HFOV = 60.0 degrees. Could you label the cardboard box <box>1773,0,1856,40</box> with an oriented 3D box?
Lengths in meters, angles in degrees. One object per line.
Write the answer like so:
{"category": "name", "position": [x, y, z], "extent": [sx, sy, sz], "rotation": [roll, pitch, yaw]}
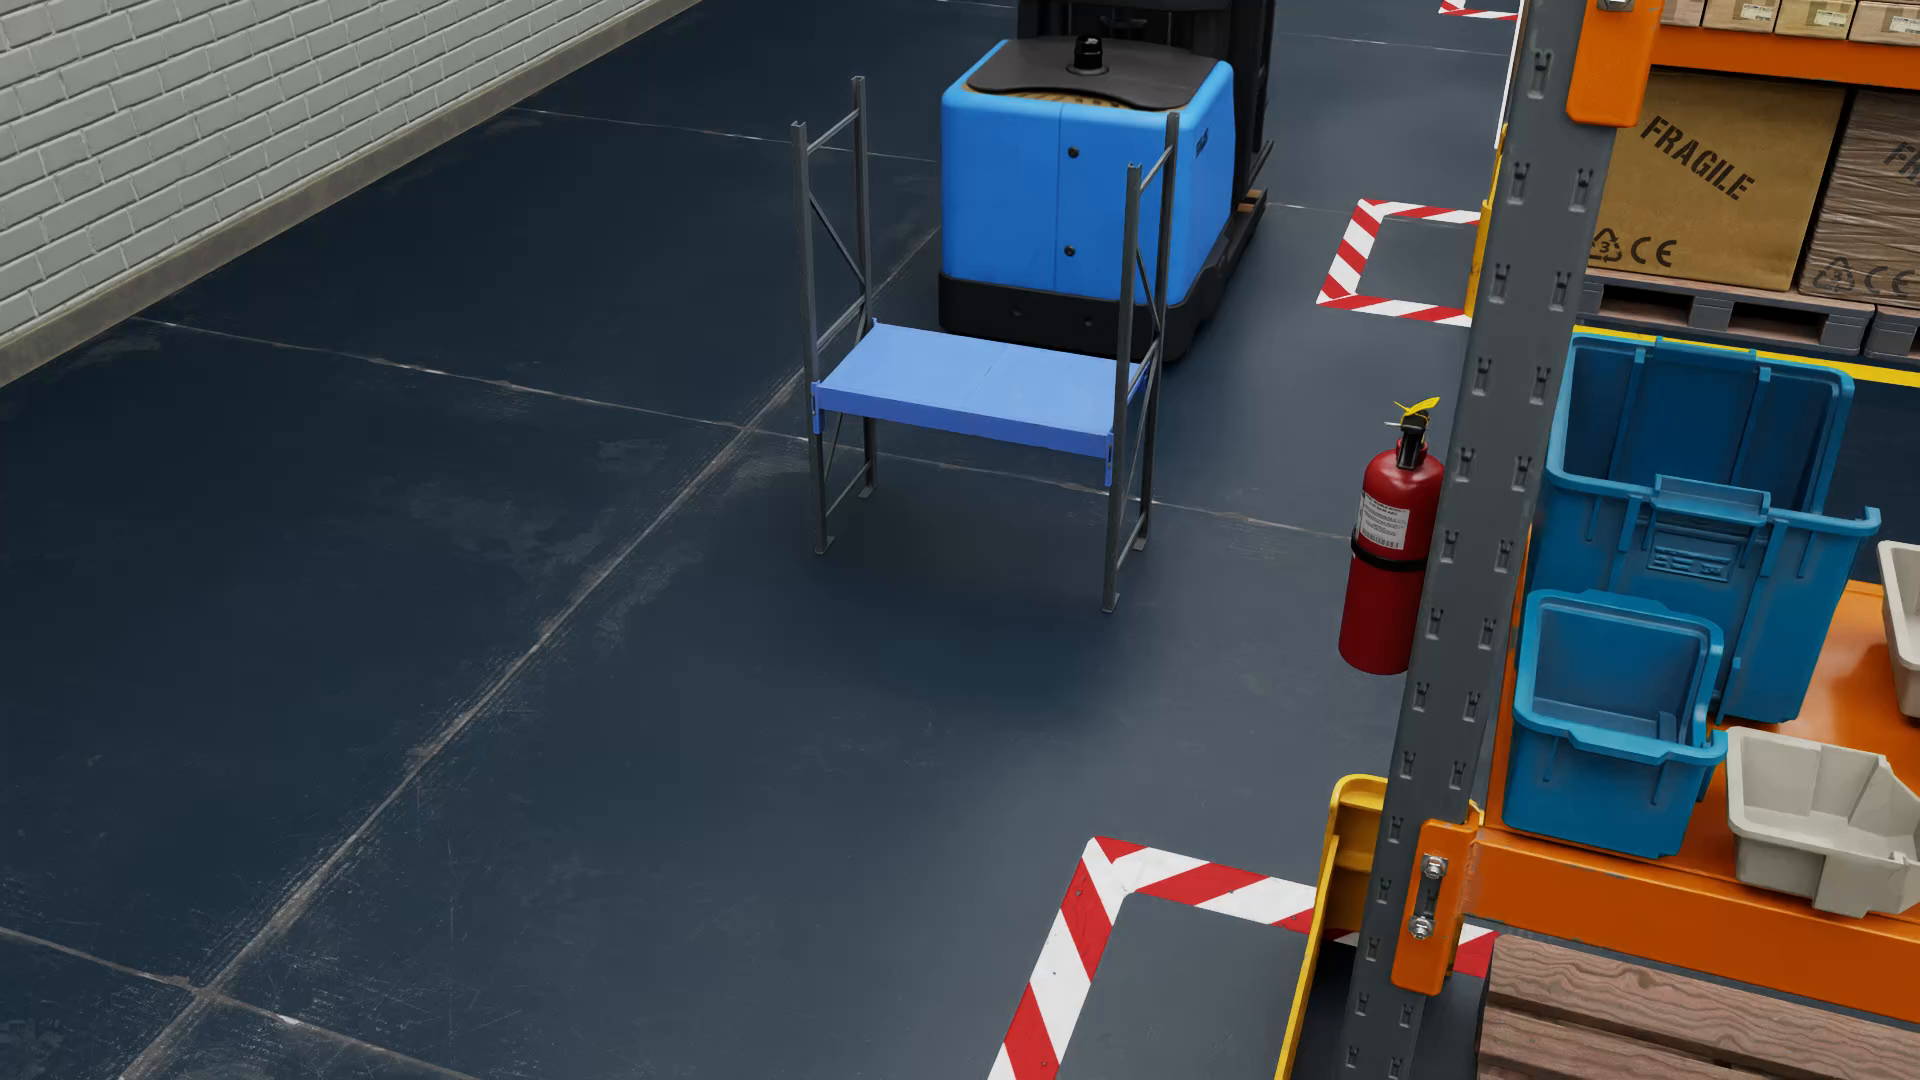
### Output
{"category": "cardboard box", "position": [3.278, -2.062, 6.409], "extent": [0.250, 0.149, 0.380], "rotation": [10, 34, 15]}

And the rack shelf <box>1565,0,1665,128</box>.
{"category": "rack shelf", "position": [2.783, -0.556, 1.744], "extent": [4.000, 0.370, 1.077], "rotation": [11, 34, 16]}

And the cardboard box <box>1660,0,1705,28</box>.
{"category": "cardboard box", "position": [2.795, -2.155, 6.553], "extent": [0.250, 0.149, 0.380], "rotation": [11, 35, 17]}

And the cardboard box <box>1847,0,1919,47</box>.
{"category": "cardboard box", "position": [3.524, -2.015, 6.336], "extent": [0.250, 0.149, 0.380], "rotation": [10, 34, 16]}

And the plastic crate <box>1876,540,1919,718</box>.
{"category": "plastic crate", "position": [1.729, 0.178, 2.897], "extent": [0.243, 0.136, 0.396], "rotation": [11, 34, 16]}

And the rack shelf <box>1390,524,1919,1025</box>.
{"category": "rack shelf", "position": [2.783, 0.704, 2.558], "extent": [4.000, 0.370, 1.077], "rotation": [11, 34, 16]}

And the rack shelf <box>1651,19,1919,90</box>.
{"category": "rack shelf", "position": [4.454, -1.825, 6.475], "extent": [4.000, 0.370, 1.077], "rotation": [11, 34, 16]}

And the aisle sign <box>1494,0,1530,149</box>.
{"category": "aisle sign", "position": [0.733, -0.918, 2.010], "extent": [0.004, 0.787, 0.394], "rotation": [11, 34, 16]}

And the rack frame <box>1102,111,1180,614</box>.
{"category": "rack frame", "position": [0.559, -0.521, 5.175], "extent": [0.032, 1.500, 0.500], "rotation": [11, 34, 16]}

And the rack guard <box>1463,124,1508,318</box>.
{"category": "rack guard", "position": [2.549, -1.448, 7.532], "extent": [0.348, 0.500, 1.175], "rotation": [11, 34, 16]}

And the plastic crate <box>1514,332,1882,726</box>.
{"category": "plastic crate", "position": [1.279, -0.039, 2.957], "extent": [0.499, 0.435, 0.616], "rotation": [11, 34, 16]}

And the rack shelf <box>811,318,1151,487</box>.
{"category": "rack shelf", "position": [0.080, -0.463, 5.417], "extent": [1.000, 0.185, 0.538], "rotation": [11, 34, 16]}

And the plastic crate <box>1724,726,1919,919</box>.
{"category": "plastic crate", "position": [1.296, 0.435, 2.498], "extent": [0.298, 0.136, 0.250], "rotation": [11, 34, 16]}

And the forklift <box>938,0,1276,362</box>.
{"category": "forklift", "position": [0.869, -2.745, 7.299], "extent": [1.130, 2.935, 3.031], "rotation": [11, 34, 16]}

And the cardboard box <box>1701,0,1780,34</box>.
{"category": "cardboard box", "position": [3.037, -2.108, 6.482], "extent": [0.250, 0.149, 0.380], "rotation": [11, 34, 16]}

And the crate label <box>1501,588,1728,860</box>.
{"category": "crate label", "position": [1.022, 0.294, 2.628], "extent": [0.303, 0.233, 0.416], "rotation": [11, 34, 16]}

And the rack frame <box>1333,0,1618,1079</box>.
{"category": "rack frame", "position": [0.901, 0.035, 2.930], "extent": [0.127, 3.000, 1.000], "rotation": [11, 34, 16]}

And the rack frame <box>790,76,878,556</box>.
{"category": "rack frame", "position": [-0.398, -0.708, 5.463], "extent": [0.032, 1.500, 0.500], "rotation": [11, 34, 16]}

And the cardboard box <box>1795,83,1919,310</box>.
{"category": "cardboard box", "position": [4.058, -1.535, 6.933], "extent": [0.875, 0.875, 0.875], "rotation": [11, 34, 16]}

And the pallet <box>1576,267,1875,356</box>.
{"category": "pallet", "position": [3.351, -1.216, 7.438], "extent": [1.213, 0.211, 1.003], "rotation": [11, 34, 16]}

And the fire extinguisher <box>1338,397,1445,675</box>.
{"category": "fire extinguisher", "position": [0.912, -0.035, 3.454], "extent": [0.183, 0.674, 0.296], "rotation": [11, 34, 16]}

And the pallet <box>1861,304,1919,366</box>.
{"category": "pallet", "position": [4.495, -0.992, 7.091], "extent": [1.213, 0.211, 1.003], "rotation": [11, 34, 16]}

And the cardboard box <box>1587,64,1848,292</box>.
{"category": "cardboard box", "position": [3.201, -1.701, 7.191], "extent": [0.875, 0.875, 0.875], "rotation": [11, 34, 16]}

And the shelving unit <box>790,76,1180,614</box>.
{"category": "shelving unit", "position": [0.080, -0.614, 5.319], "extent": [1.048, 1.500, 0.538], "rotation": [11, 34, 16]}

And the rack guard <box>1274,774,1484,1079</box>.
{"category": "rack guard", "position": [0.874, 1.088, 3.604], "extent": [0.348, 0.500, 1.175], "rotation": [11, 34, 16]}

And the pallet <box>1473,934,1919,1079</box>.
{"category": "pallet", "position": [1.664, 1.378, 3.422], "extent": [1.213, 0.211, 1.003], "rotation": [11, 34, 16]}
